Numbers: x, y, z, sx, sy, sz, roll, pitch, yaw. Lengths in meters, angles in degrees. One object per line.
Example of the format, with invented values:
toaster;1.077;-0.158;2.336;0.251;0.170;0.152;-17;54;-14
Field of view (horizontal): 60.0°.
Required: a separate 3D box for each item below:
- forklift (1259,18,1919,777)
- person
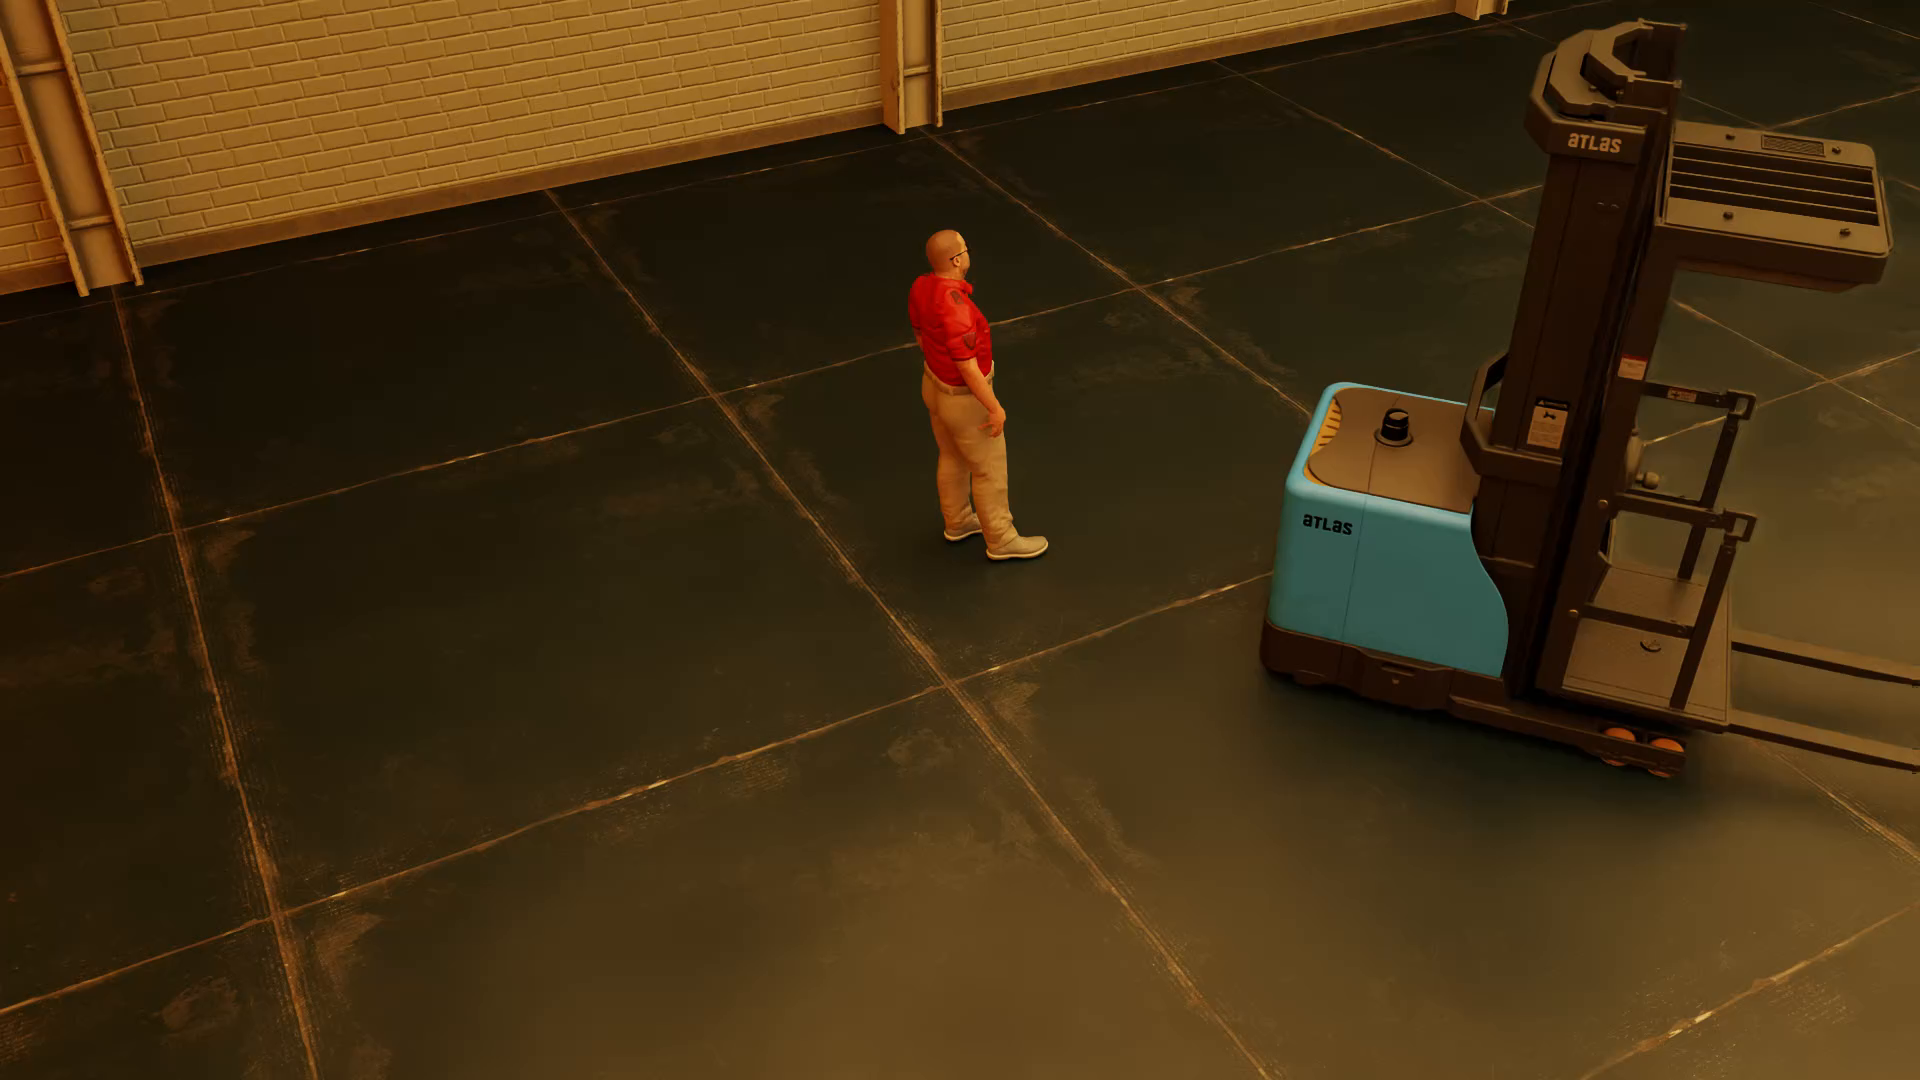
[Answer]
forklift;2.967;-0.519;6.857;3.031;2.935;1.130;13;37;17
person;0.085;-0.731;8.185;0.550;1.727;0.642;-17;39;-23
